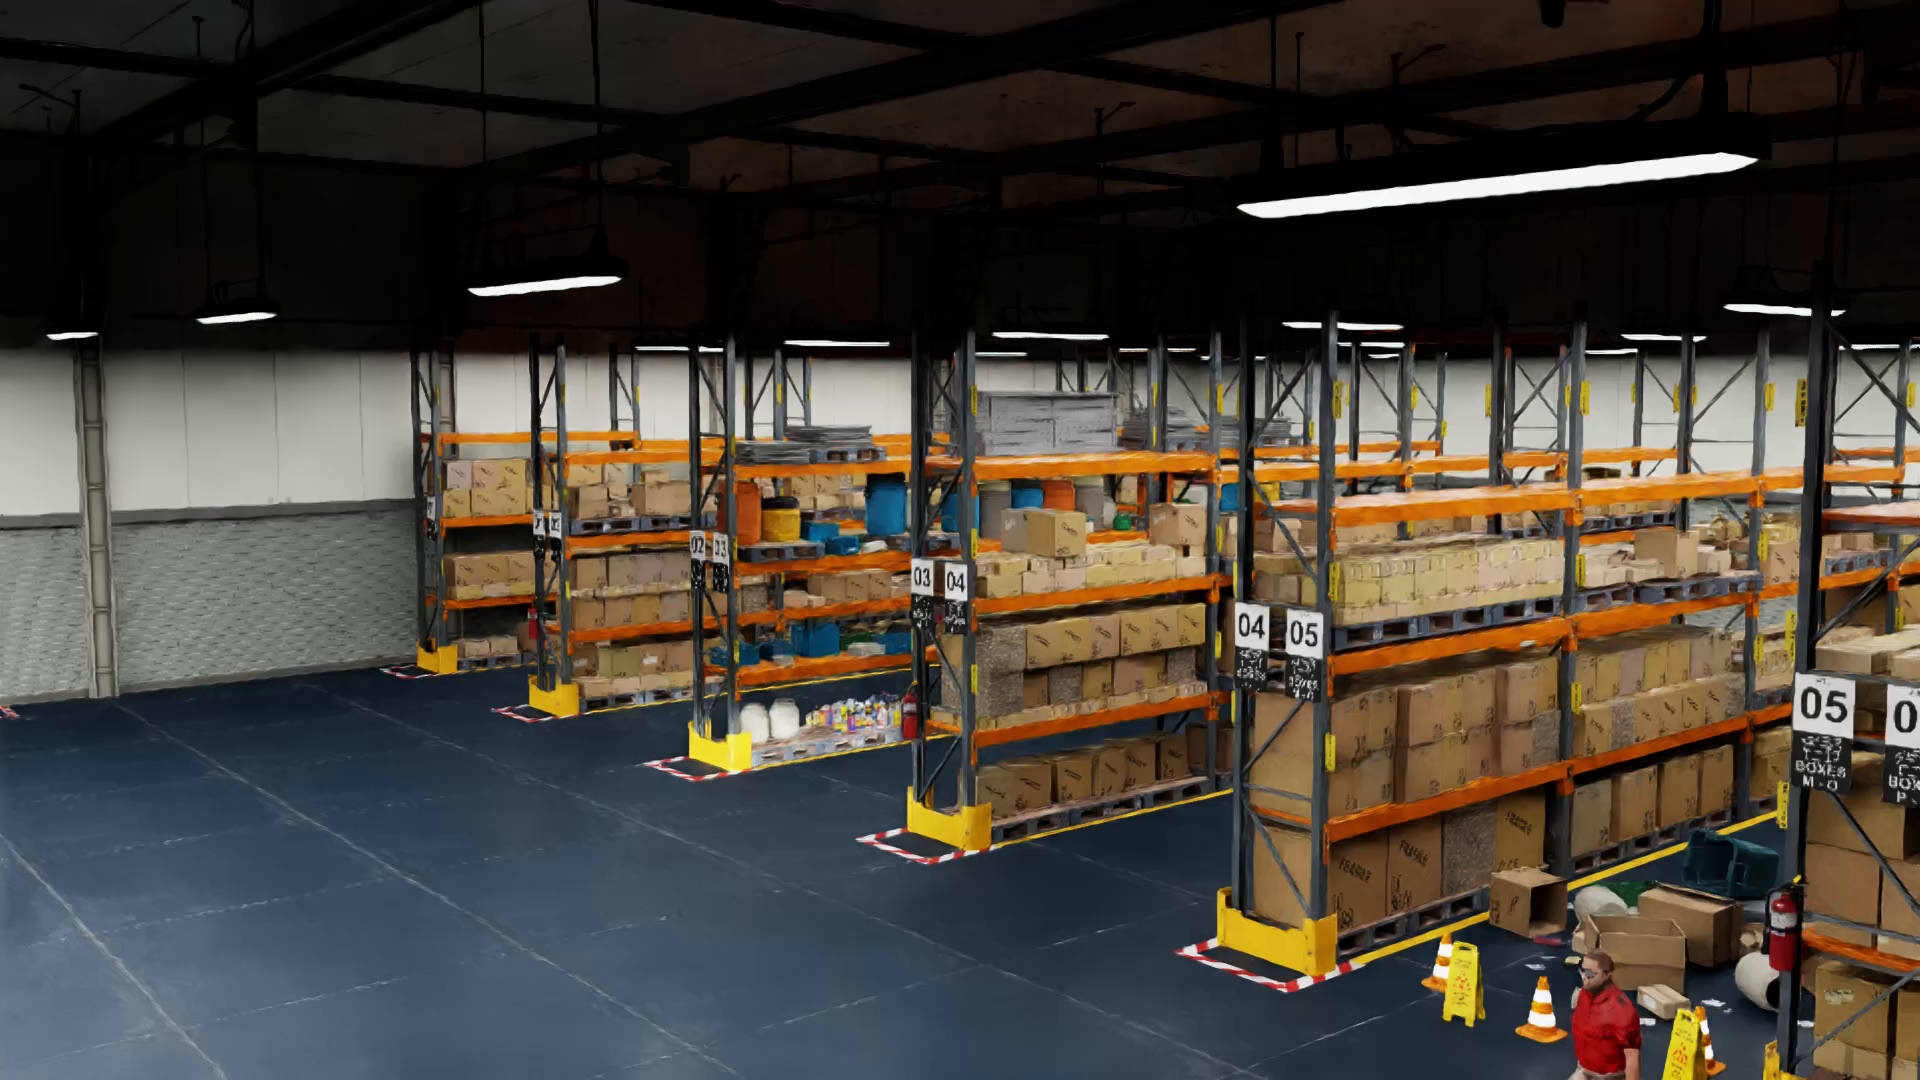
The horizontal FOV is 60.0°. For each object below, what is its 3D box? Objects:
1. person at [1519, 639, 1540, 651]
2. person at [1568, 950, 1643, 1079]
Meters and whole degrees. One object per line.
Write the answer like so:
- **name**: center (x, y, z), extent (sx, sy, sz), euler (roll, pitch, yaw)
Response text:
- **person**: center (7.672, 2.181, 22.471), extent (0.456, 1.782, 0.634), euler (2, 6, 25)
- **person**: center (4.069, 3.374, 10.395), extent (0.982, 1.667, 0.577), euler (-2, 6, -18)
